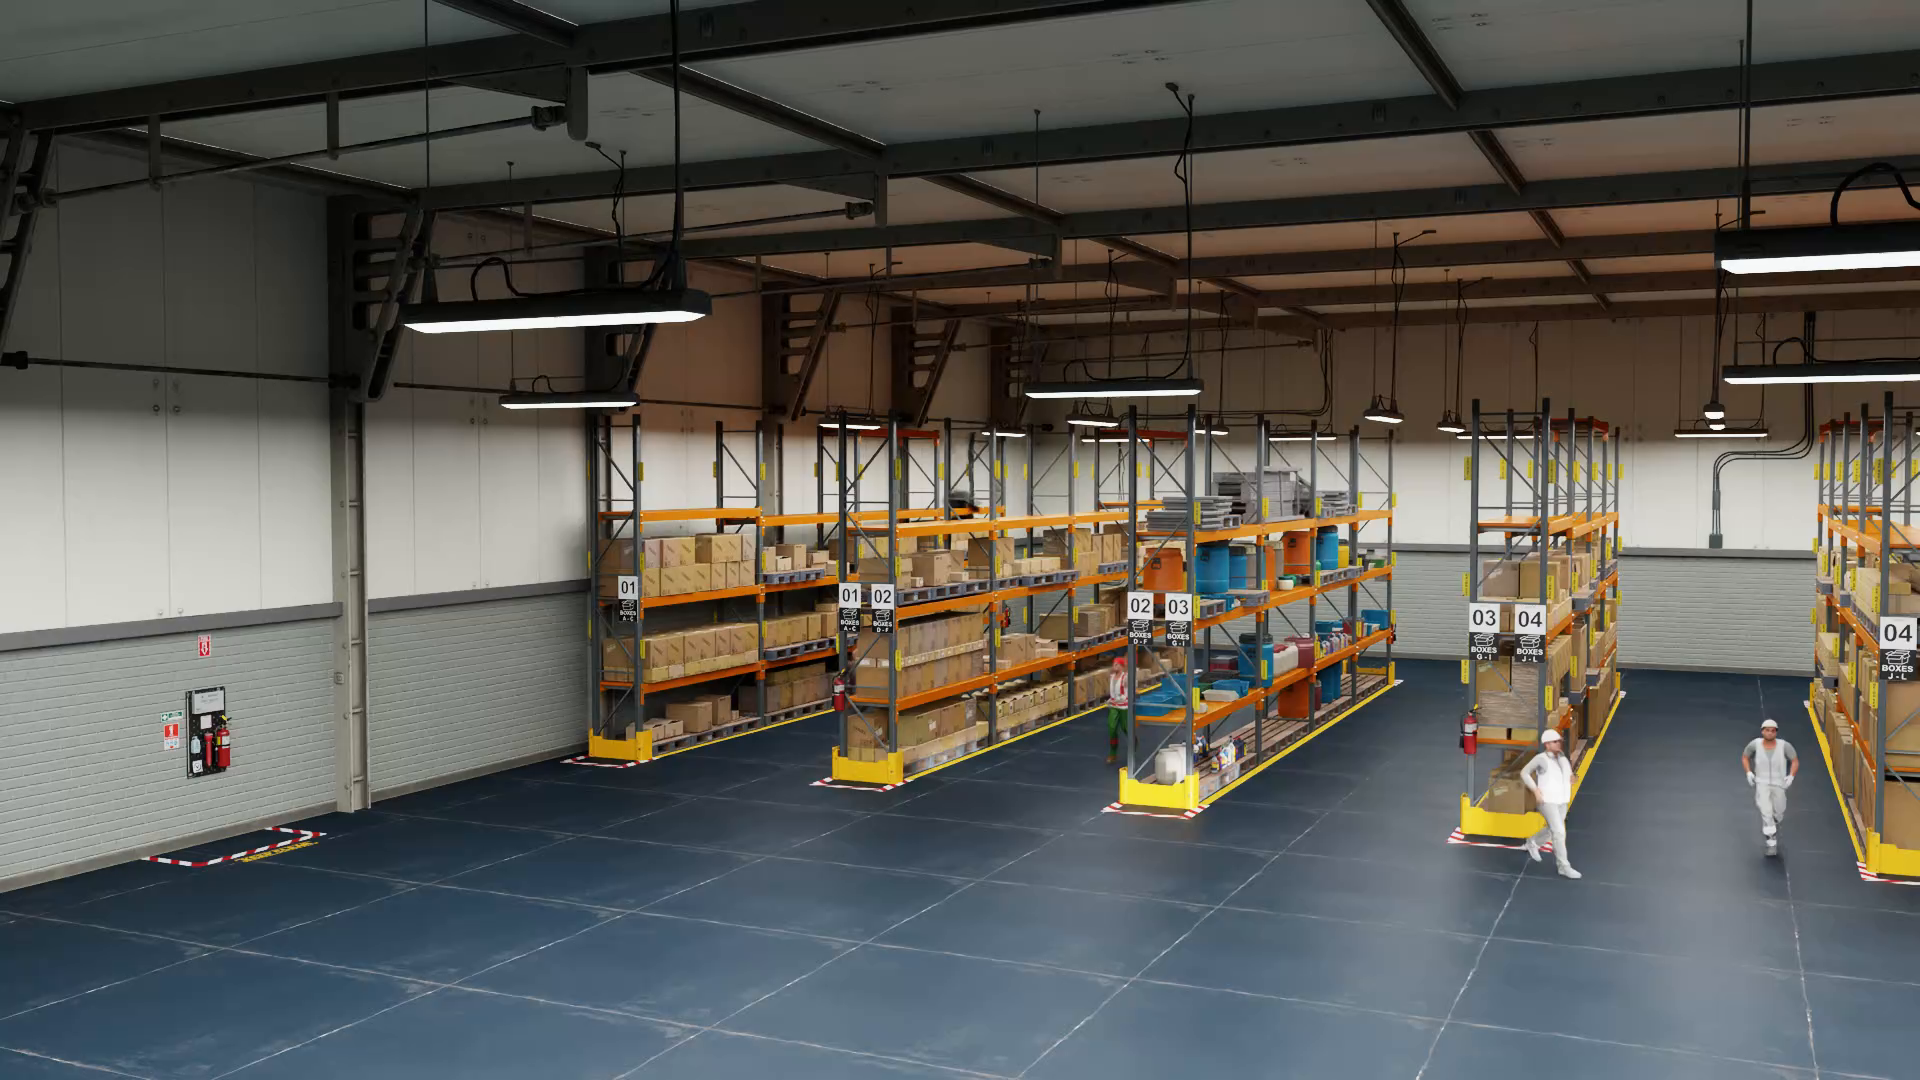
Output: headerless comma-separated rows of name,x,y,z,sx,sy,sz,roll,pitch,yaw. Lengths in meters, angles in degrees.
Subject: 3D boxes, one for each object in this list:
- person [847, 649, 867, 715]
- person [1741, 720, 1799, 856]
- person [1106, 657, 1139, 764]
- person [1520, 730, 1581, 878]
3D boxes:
person,-1.858,2.864,30.397,0.733,1.781,1.103,1,2,17
person,10.711,3.235,22.003,0.682,1.756,0.876,1,3,22
person,2.837,2.932,28.723,0.638,1.831,0.834,2,3,41
person,7.372,3.241,20.698,0.658,1.754,0.971,-1,3,-30
